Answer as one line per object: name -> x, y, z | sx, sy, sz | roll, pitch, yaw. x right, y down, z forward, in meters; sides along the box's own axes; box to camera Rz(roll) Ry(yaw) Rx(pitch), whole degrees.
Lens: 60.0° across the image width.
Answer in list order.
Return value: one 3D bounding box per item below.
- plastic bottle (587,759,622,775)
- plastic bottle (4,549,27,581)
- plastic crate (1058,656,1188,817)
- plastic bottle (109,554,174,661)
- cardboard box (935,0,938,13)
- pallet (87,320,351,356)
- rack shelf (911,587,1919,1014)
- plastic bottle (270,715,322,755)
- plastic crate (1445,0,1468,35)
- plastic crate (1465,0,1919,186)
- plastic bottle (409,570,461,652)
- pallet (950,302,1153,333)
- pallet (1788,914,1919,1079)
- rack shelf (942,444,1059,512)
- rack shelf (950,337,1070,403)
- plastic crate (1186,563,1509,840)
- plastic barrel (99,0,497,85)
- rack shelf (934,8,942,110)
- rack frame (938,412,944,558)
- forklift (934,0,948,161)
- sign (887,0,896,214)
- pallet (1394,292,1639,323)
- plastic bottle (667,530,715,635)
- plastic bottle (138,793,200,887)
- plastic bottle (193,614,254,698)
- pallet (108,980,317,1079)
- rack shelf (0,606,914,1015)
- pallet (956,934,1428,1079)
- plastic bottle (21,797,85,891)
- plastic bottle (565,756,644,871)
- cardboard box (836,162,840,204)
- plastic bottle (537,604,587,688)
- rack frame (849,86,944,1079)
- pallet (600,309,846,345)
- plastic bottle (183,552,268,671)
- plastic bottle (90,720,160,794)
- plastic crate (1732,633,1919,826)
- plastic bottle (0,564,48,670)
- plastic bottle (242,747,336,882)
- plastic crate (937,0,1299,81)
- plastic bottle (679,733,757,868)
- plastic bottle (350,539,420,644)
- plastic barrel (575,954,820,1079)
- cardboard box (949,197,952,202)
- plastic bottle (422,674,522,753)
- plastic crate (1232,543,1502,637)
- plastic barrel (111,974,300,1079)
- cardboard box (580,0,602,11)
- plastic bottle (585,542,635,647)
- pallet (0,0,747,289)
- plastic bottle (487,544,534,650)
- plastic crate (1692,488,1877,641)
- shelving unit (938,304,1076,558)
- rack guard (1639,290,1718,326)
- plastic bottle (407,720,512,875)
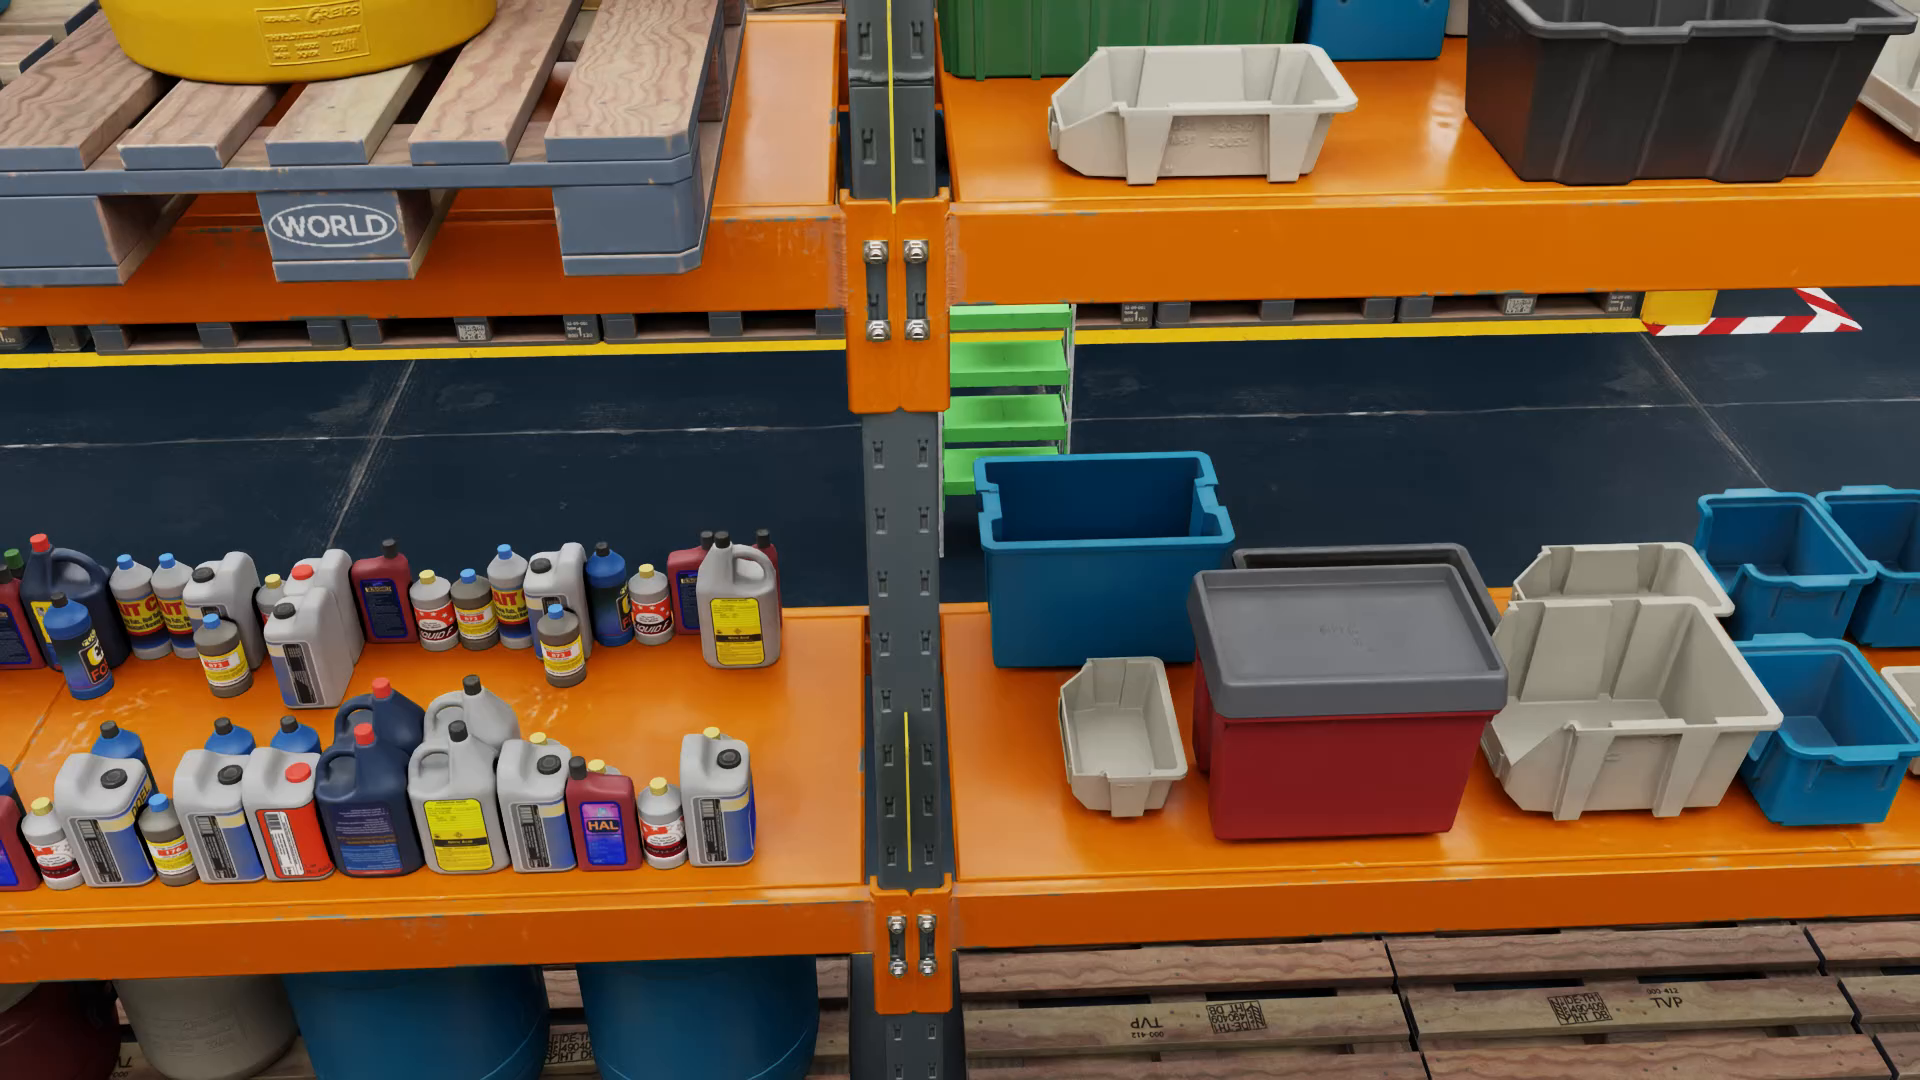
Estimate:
plastic bottle -> -0.753, 0.548, 3.497 | 0.097, 0.201, 0.097 | 0, 35, 0
plastic bottle -> -2.276, 0.147, 4.004 | 0.133, 0.283, 0.061 | -2, 35, -2
plastic crate -> 0.348, 0.437, 3.662 | 0.243, 0.136, 0.396 | -2, 35, -2
plastic bottle -> -1.975, 0.154, 4.004 | 0.097, 0.271, 0.097 | 0, 35, 0
cardboard box -> 0.133, -2.732, 7.974 | 0.500, 0.500, 0.500 | -1, 35, -1
pallet -> -3.602, -1.276, 8.408 | 1.213, 0.211, 1.003 | -2, 35, -2
rack shelf -> 1.874, 0.526, 3.986 | 4.000, 0.370, 1.077 | -2, 35, -2
plastic bottle -> -1.395, 0.484, 3.527 | 0.097, 0.271, 0.097 | 0, 35, 0
plastic crate -> 1.129, -1.092, 3.287 | 0.466, 0.136, 0.293 | -2, 35, -2
plastic crate -> 1.130, -0.773, 2.710 | 0.590, 0.269, 0.497 | -2, 35, -2
plastic bottle -> -1.281, 0.164, 4.051 | 0.097, 0.201, 0.097 | 0, 35, 0
pallet -> 0.332, -1.403, 8.592 | 1.213, 0.211, 1.003 | -2, 35, -2
pallet -> 3.046, 1.323, 4.653 | 1.213, 0.211, 1.003 | -2, 35, -2
rack shelf -> 0.165, -0.248, 6.588 | 0.480, 0.148, 0.258 | -2, 35, -2
rack shelf -> 0.165, -0.643, 6.315 | 0.480, 0.148, 0.258 | -2, 35, -2
plastic crate -> 0.780, 0.352, 3.497 | 0.583, 0.464, 0.402 | -2, 35, -2
plastic barrel -> -1.026, -1.059, 2.475 | 0.600, 0.588, 0.600 | 0, 35, 0
rack shelf -> 1.643, -2.290, 8.055 | 4.000, 0.370, 1.077 | -2, 35, -2
rack frame -> -0.078, -0.491, 6.405 | 0.015, 1.200, 0.240 | -2, 35, -2
forklift -> -0.306, -4.253, 10.319 | 1.130, 2.935, 3.031 | -18, 38, -24
sign -> -0.099, -0.640, 2.396 | 0.005, 0.325, 0.100 | -2, 35, -2
pallet -> 2.769, -1.469, 8.687 | 1.213, 0.211, 1.003 | -2, 35, -2
plastic bottle -> -0.643, 0.103, 4.068 | 0.133, 0.283, 0.061 | -2, 35, -2
plastic bottle -> -1.620, 0.606, 3.413 | 0.097, 0.201, 0.097 | 0, 35, 0
plastic bottle -> -1.736, 0.263, 3.908 | 0.097, 0.201, 0.097 | 0, 35, 0
pallet -> -2.118, 1.462, 4.451 | 1.213, 0.211, 1.003 | -2, 35, -2
rack shelf -> -2.121, 0.634, 3.830 | 4.000, 0.370, 1.077 | -2, 35, -2
pallet -> 0.609, 1.389, 4.558 | 1.213, 0.211, 1.003 | -2, 35, -2
plastic bottle -> -1.851, 0.612, 3.404 | 0.097, 0.201, 0.097 | 0, 35, 0
plastic bottle -> -0.731, 0.559, 3.409 | 0.133, 0.283, 0.061 | -2, 35, -2
cardboard box -> -0.834, -1.508, 8.104 | 0.500, 0.500, 0.500 | -2, 35, -2
plastic bottle -> -0.945, 0.242, 3.939 | 0.097, 0.201, 0.097 | 0, 35, 0
rack frame -> -0.124, 0.284, 3.704 | 0.127, 3.000, 1.000 | -2, 35, -2
pallet -> -1.165, -1.342, 8.503 | 1.213, 0.211, 1.003 | -2, 35, -2
plastic bottle -> -1.761, 0.162, 3.989 | 0.135, 0.276, 0.152 | -2, 35, -2
plastic bottle -> -1.761, 0.494, 3.513 | 0.097, 0.271, 0.097 | 0, 35, 0
plastic crate -> 1.833, 0.422, 3.599 | 0.300, 0.233, 0.416 | -2, 35, -2
plastic bottle -> -2.273, 0.182, 3.954 | 0.133, 0.283, 0.061 | -2, 35, -2
plastic bottle -> -1.371, 0.553, 3.424 | 0.135, 0.276, 0.152 | -2, 35, -2
plastic crate -> 0.285, -1.045, 3.175 | 0.662, 0.188, 0.450 | -2, 35, -2
plastic bottle -> -0.502, 0.529, 3.458 | 0.135, 0.276, 0.152 | -2, 35, -2
plastic bottle -> -1.397, 0.123, 4.038 | 0.133, 0.283, 0.061 | -2, 35, -2
plastic barrel -> -0.668, 0.979, 4.174 | 0.708, 0.901, 0.600 | -2, 35, -2
cardboard box -> 0.075, -1.495, 8.251 | 0.500, 0.311, 0.500 | -2, 35, -2
plastic bottle -> -1.033, 0.433, 3.531 | 0.185, 0.351, 0.144 | -2, 35, -2
plastic crate -> 0.982, 0.190, 4.029 | 0.590, 0.125, 0.437 | -2, 35, -2
plastic barrel -> -1.943, 1.123, 4.309 | 0.421, 0.512, 0.421 | 0, 35, 0
cardboard box -> -1.522, -2.805, 7.711 | 0.500, 0.500, 0.700 | 4, 35, 5
plastic bottle -> -0.855, 0.124, 4.048 | 0.097, 0.271, 0.097 | 0, 35, 0
pallet -> -0.902, -0.795, 2.793 | 1.003, 0.211, 1.213 | -2, 35, -2
plastic bottle -> -1.087, 0.130, 4.039 | 0.097, 0.271, 0.097 | 0, 35, 0
plastic crate -> 1.995, 0.084, 4.088 | 0.300, 0.233, 0.416 | -2, 35, -2
shelving unit -> 0.165, -0.498, 6.415 | 0.503, 1.200, 0.258 | -2, 35, -2
rack guard -> 3.565, -1.610, 8.636 | 0.348, 0.500, 1.175 | -2, 35, -2
plastic bottle -> -1.026, 0.515, 3.413 | 0.185, 0.351, 0.144 | -2, 35, -2
